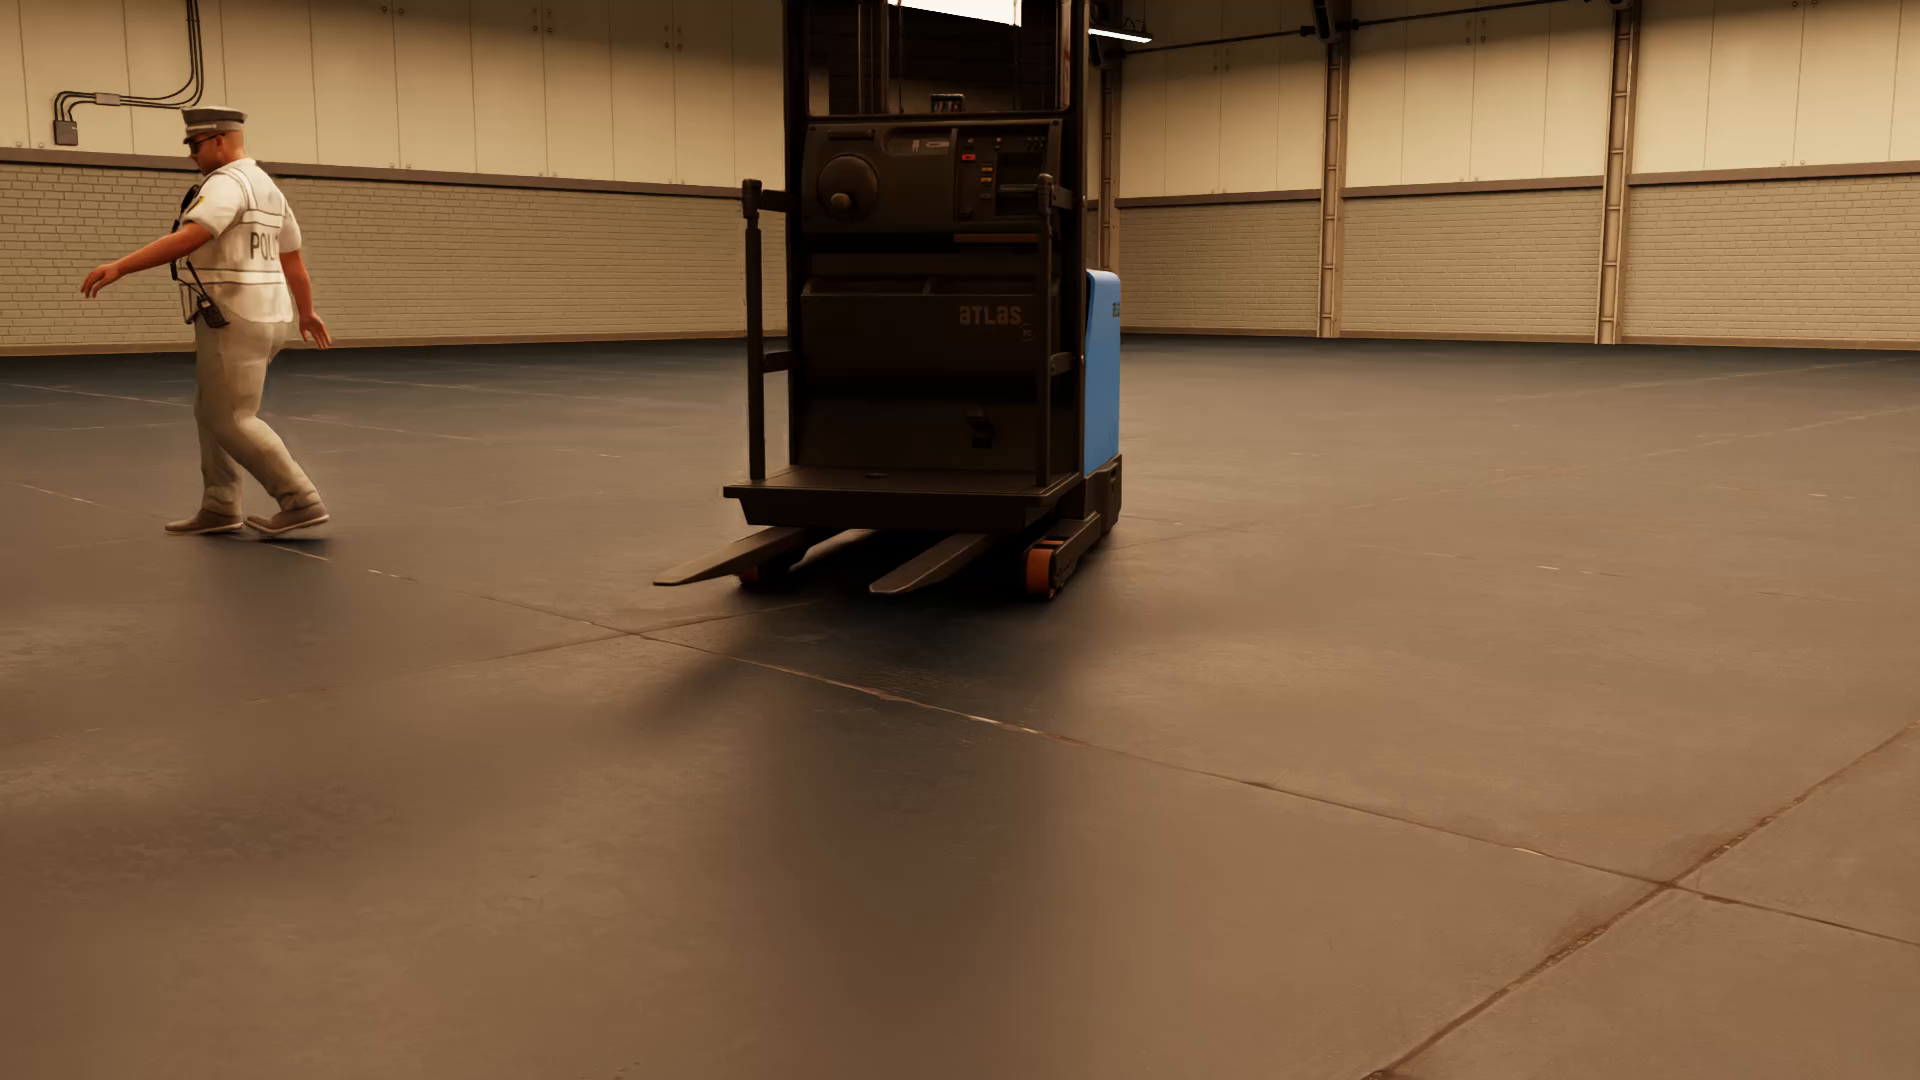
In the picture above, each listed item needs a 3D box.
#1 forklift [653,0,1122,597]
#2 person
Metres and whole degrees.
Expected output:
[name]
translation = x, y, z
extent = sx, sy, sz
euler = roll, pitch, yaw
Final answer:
[forklift]
translation = -0.150, -1.321, 5.649
extent = 1.130, 2.935, 3.031
euler = 2, 9, 13
[person]
translation = -2.955, -0.865, 6.729
extent = 0.758, 1.728, 0.967
euler = 0, 9, -3
